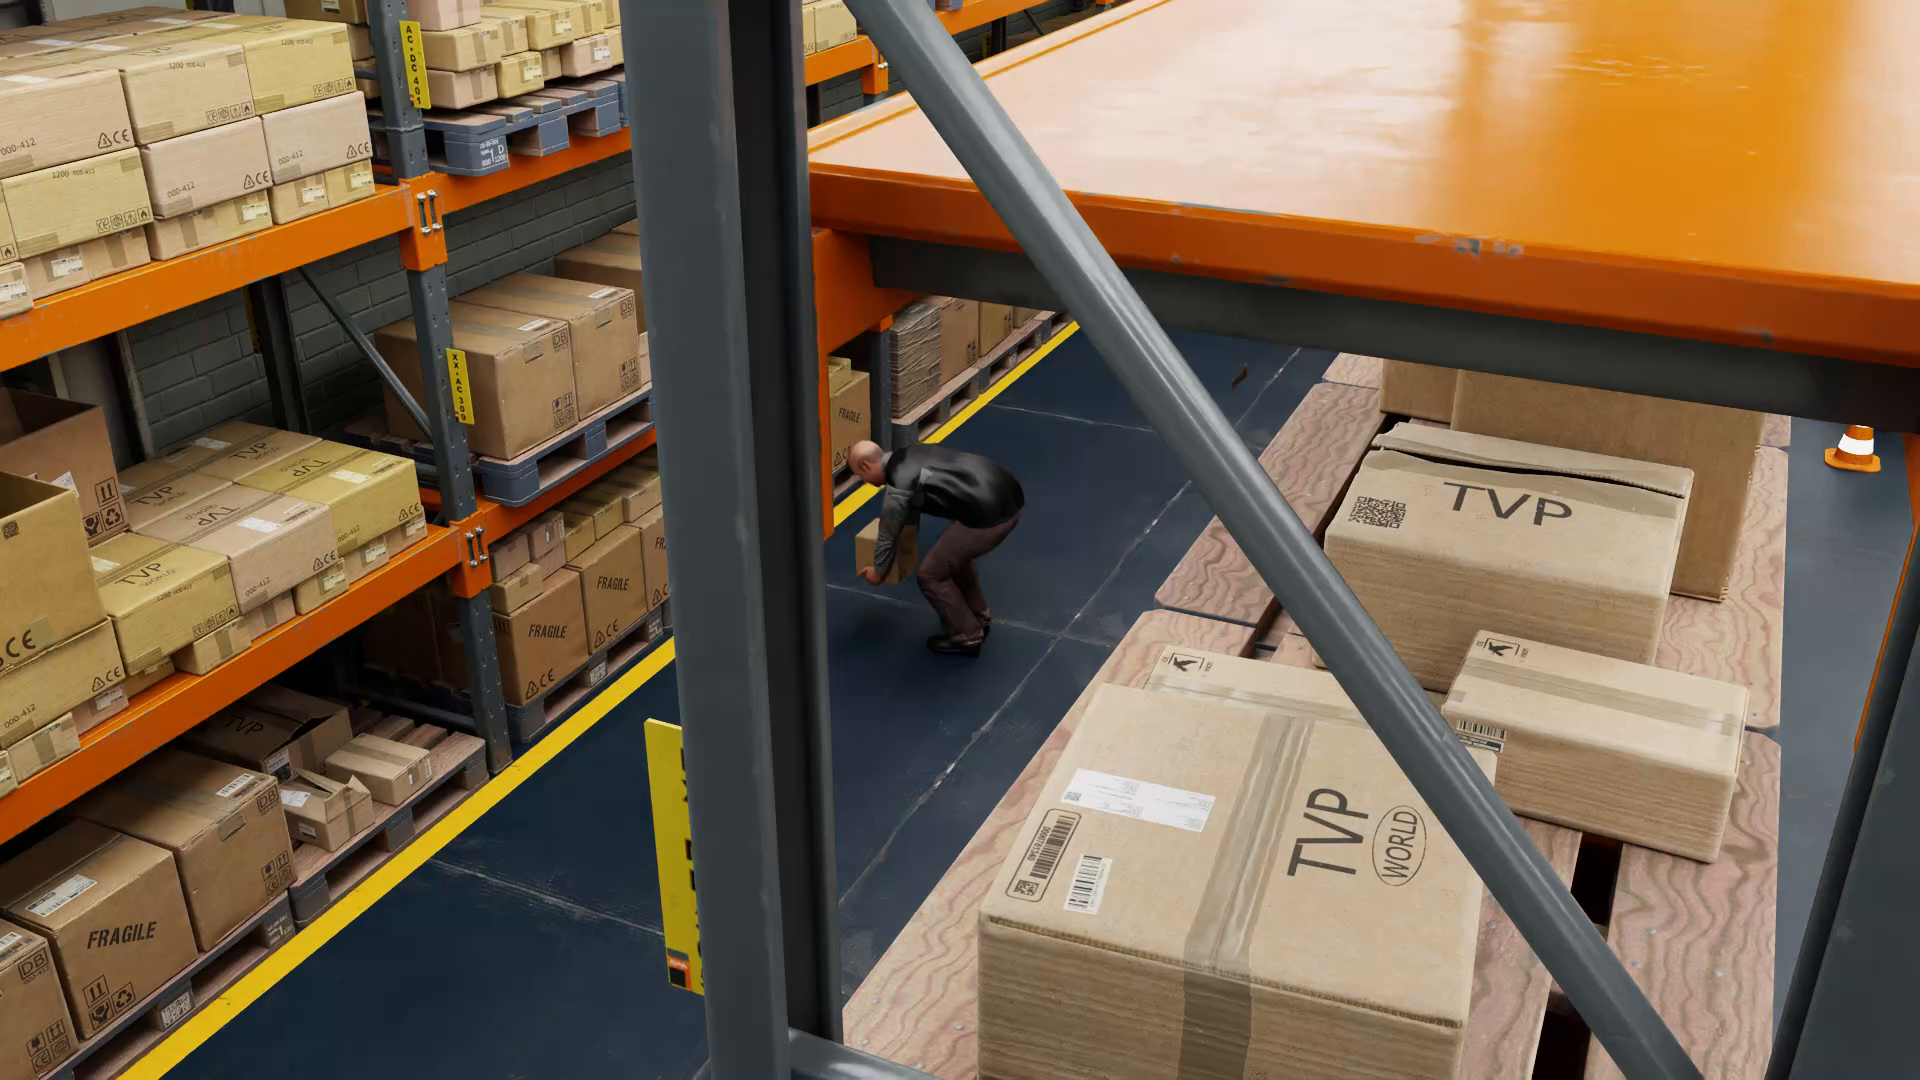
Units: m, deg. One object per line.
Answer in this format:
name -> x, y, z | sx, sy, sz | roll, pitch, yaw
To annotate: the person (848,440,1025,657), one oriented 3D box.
person -> -0.140, 0.020, 8.820 | 0.948, 1.092, 0.491 | 10, 28, 19
